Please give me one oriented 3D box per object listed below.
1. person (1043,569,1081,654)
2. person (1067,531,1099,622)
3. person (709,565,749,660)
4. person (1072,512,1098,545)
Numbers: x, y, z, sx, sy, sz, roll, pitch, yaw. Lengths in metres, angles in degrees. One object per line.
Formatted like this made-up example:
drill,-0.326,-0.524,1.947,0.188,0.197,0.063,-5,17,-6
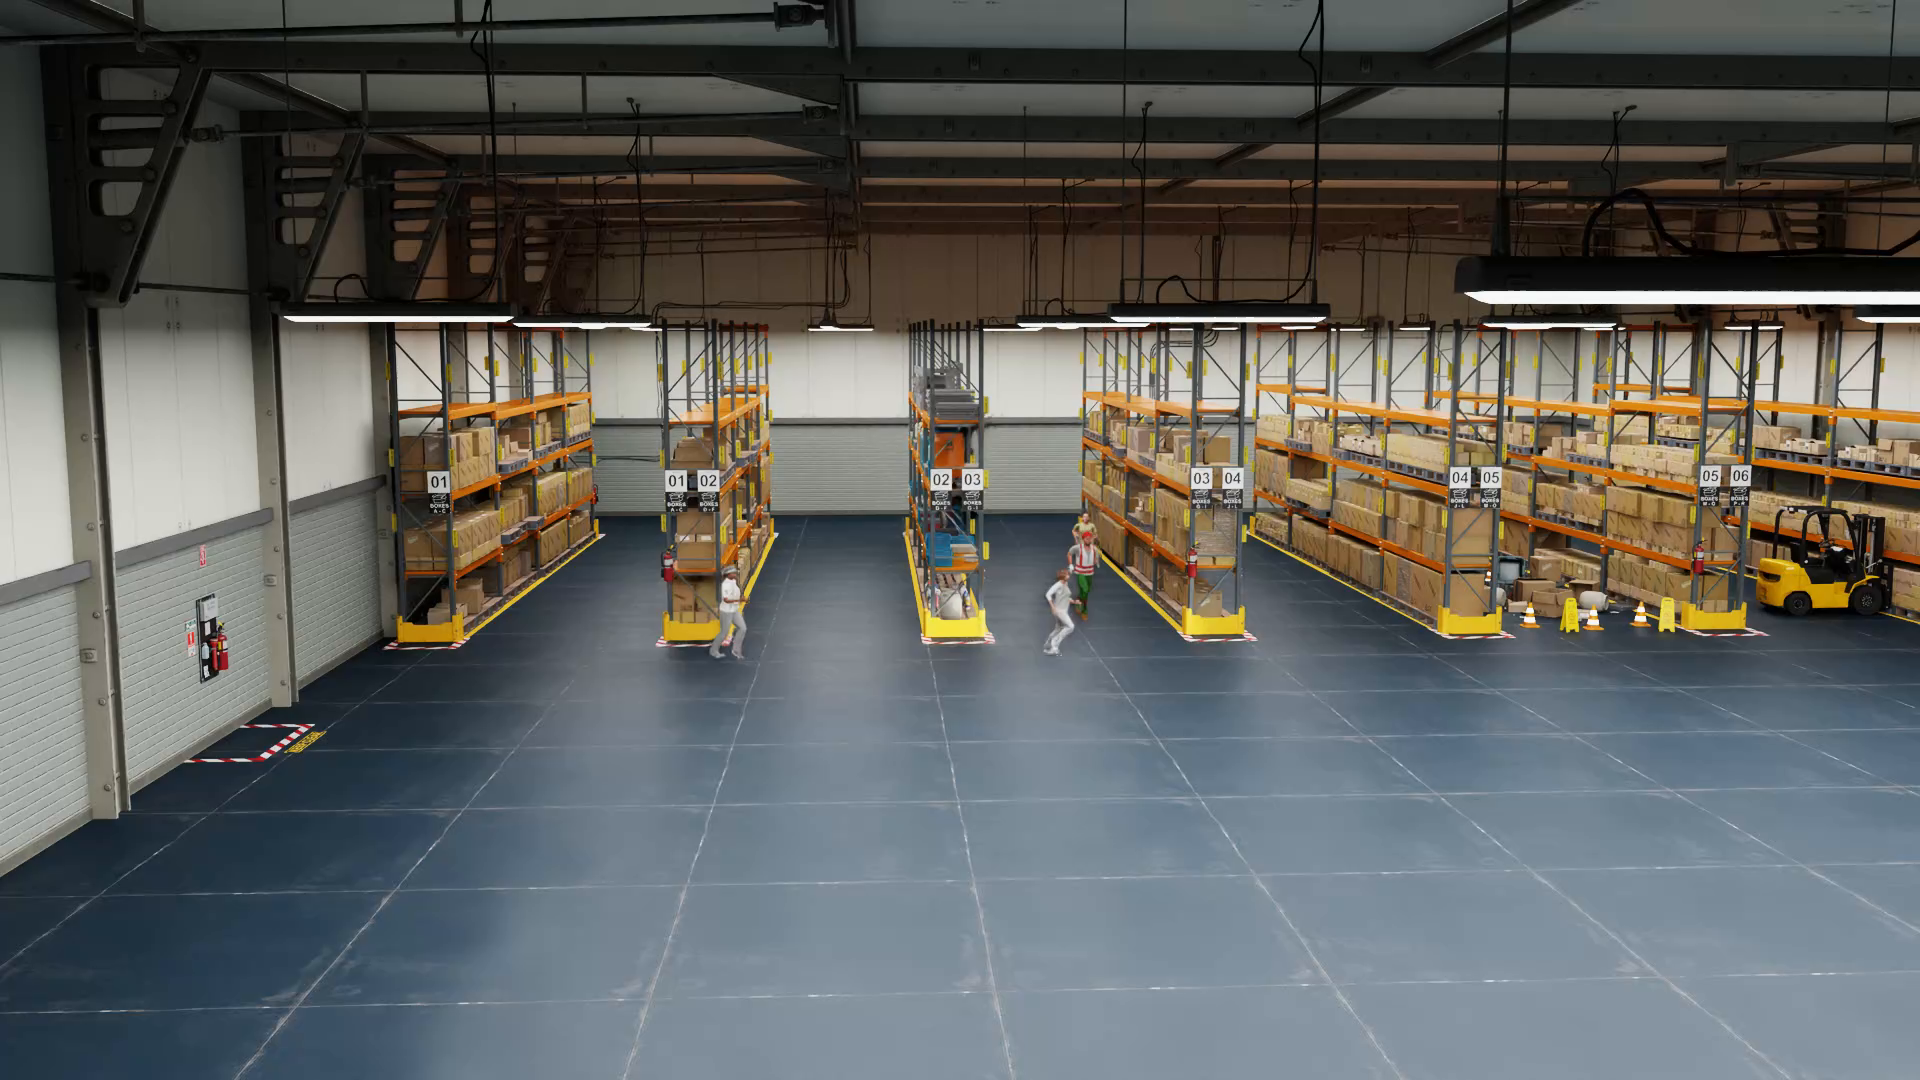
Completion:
person,1.820,1.281,29.636,0.690,1.554,0.508,2,7,17
person,2.504,0.715,33.539,0.586,1.818,0.900,-4,8,-27
person,-4.050,1.298,29.278,0.778,1.745,0.527,2,7,17
person,2.883,0.179,38.257,0.578,1.675,0.930,0,7,-1
